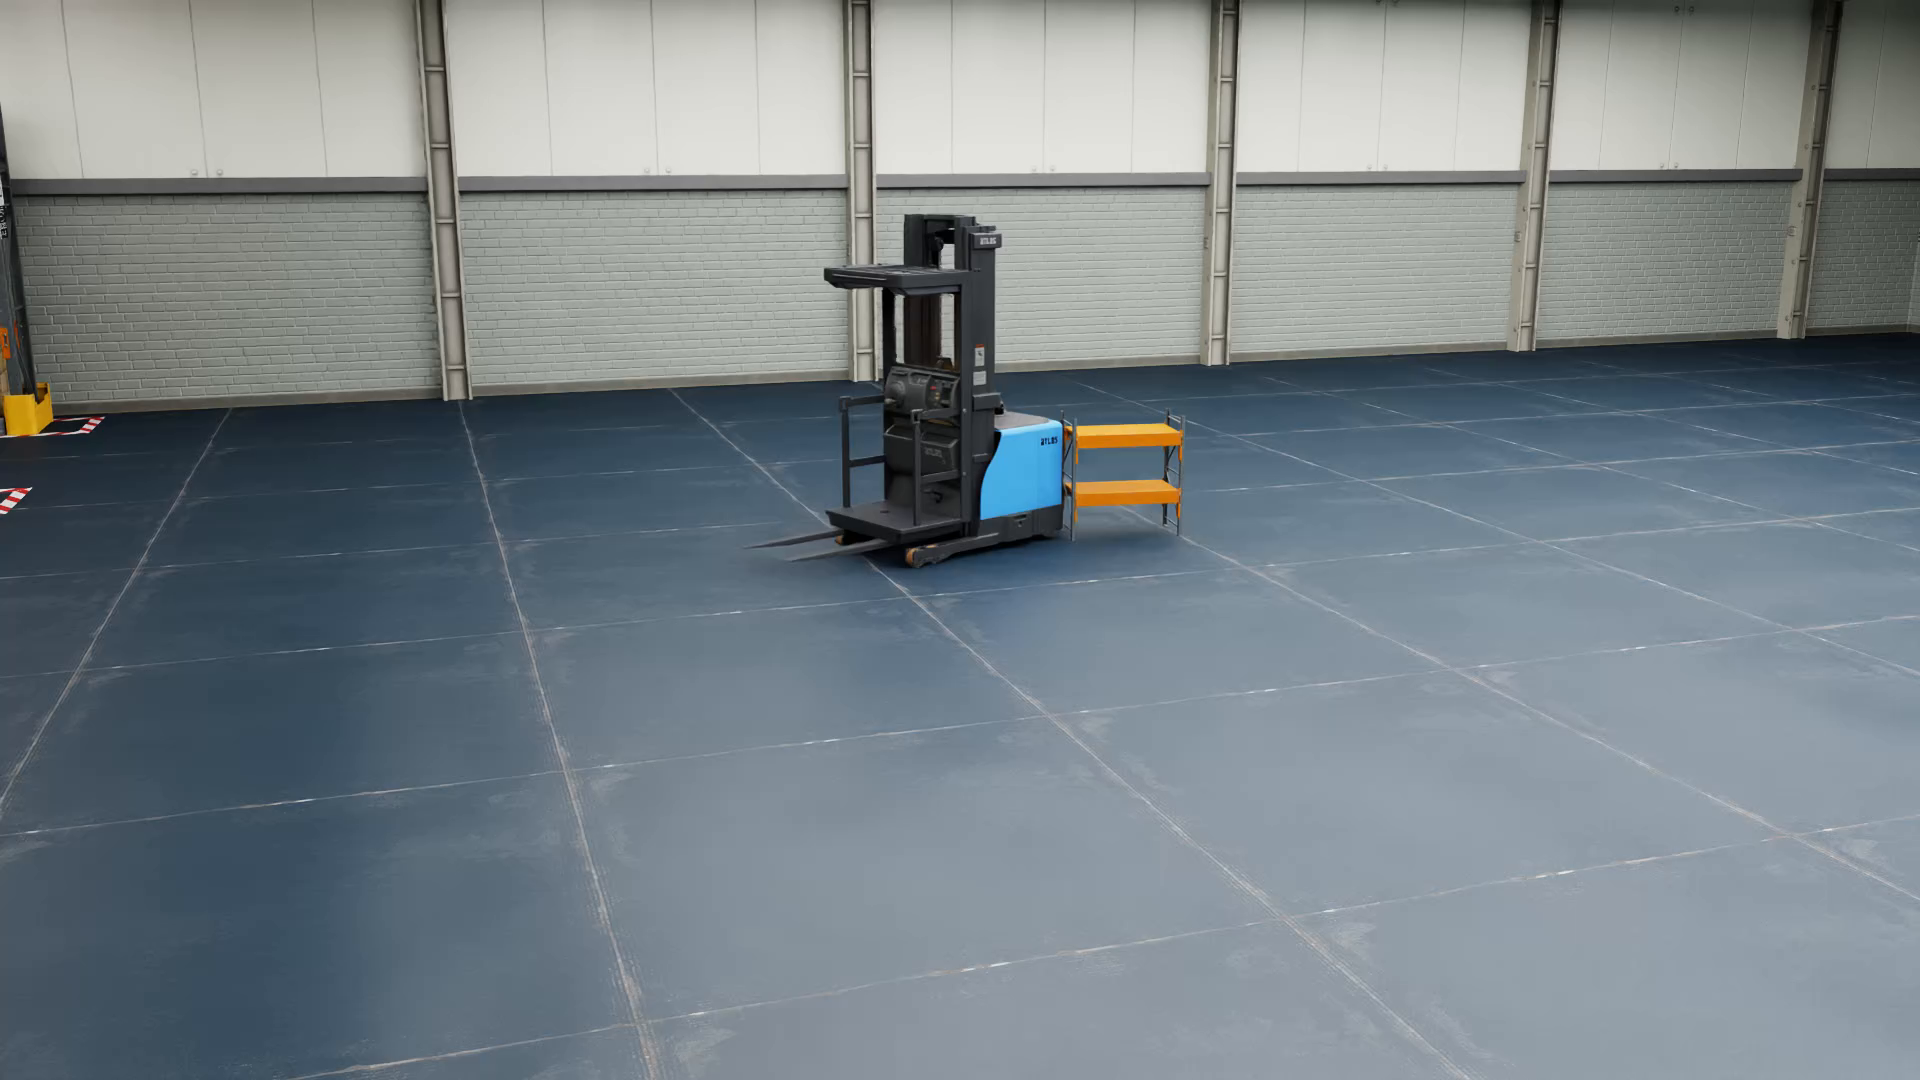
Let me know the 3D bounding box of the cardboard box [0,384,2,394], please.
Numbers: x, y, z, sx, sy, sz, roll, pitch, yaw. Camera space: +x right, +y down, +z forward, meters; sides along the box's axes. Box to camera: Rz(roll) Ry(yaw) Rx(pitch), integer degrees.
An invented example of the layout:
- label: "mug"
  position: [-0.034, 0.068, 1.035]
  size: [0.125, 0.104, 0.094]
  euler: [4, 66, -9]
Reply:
- label: "cardboard box"
  position: [-12.273, -1.897, 20.698]
  size: [0.500, 0.250, 0.500]
  euler: [-5, 14, -19]

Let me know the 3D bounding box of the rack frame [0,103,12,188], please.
- label: "rack frame"
  position: [-11.912, -5.810, 20.231]
  size: [0.127, 3.000, 1.000]
  euler: [-4, 14, -18]

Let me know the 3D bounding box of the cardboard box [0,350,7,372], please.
- label: "cardboard box"
  position: [-12.428, -2.251, 21.105]
  size: [0.500, 0.250, 0.500]
  euler: [-5, 14, -19]

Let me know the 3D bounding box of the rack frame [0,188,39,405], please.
- label: "rack frame"
  position: [-11.912, -2.892, 20.925]
  size: [0.127, 3.000, 1.000]
  euler: [-4, 14, -18]

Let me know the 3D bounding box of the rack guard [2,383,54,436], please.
- label: "rack guard"
  position: [-11.889, -1.678, 21.222]
  size: [0.348, 0.500, 1.175]
  euler: [-4, 14, -18]

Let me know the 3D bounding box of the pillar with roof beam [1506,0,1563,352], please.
- label: "pillar with roof beam"
  position: [11.260, -6.784, 24.323]
  size: [0.400, 9.000, 9.100]
  euler: [-4, 14, -18]

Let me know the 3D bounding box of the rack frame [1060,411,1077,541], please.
- label: "rack frame"
  position: [0.993, -0.596, 15.326]
  size: [0.032, 1.125, 0.500]
  euler: [-2, 14, -10]

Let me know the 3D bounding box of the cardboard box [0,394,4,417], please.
- label: "cardboard box"
  position: [-12.256, -1.654, 20.758]
  size: [0.500, 0.250, 0.500]
  euler: [-4, 14, -18]

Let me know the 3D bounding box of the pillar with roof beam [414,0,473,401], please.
- label: "pillar with roof beam"
  position: [-5.799, -5.455, 18.738]
  size: [0.400, 9.000, 9.100]
  euler: [-4, 14, -18]

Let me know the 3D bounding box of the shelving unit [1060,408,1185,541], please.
- label: "shelving unit"
  position: [1.493, -0.618, 15.416]
  size: [1.048, 1.125, 0.538]
  euler: [-2, 14, -10]

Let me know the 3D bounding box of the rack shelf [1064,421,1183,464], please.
- label: "rack shelf"
  position: [1.493, -0.902, 15.348]
  size: [1.000, 0.278, 0.538]
  euler: [-2, 14, -10]

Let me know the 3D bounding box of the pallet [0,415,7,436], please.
- label: "pallet"
  position: [-12.623, -1.470, 20.972]
  size: [1.213, 0.211, 1.003]
  euler: [-4, 14, -18]

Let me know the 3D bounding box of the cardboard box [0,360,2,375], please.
- label: "cardboard box"
  position: [-12.249, -2.142, 20.649]
  size: [0.500, 0.250, 0.500]
  euler: [-4, 14, -16]

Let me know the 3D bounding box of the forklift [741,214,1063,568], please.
- label: "forklift"
  position: [-0.493, -1.324, 14.482]
  size: [3.031, 2.935, 1.130]
  euler: [-11, 18, -40]

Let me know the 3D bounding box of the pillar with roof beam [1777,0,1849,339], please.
- label: "pillar with roof beam"
  position: [16.947, -7.227, 26.185]
  size: [0.548, 9.000, 9.100]
  euler: [-4, 14, -18]

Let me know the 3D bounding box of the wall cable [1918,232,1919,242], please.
- label: "wall cable"
  position: [18.788, -6.588, 30.209]
  size: [0.112, 2.526, 3.097]
  euler: [-4, 14, -18]

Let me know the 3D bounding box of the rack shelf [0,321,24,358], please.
- label: "rack shelf"
  position: [-13.807, -2.394, 20.388]
  size: [4.000, 0.370, 1.077]
  euler: [-4, 14, -18]

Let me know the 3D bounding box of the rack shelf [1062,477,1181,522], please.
- label: "rack shelf"
  position: [1.493, -0.380, 15.473]
  size: [1.000, 0.278, 0.538]
  euler: [-2, 14, -10]

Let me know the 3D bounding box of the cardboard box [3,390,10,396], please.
- label: "cardboard box"
  position: [-12.440, -1.765, 21.223]
  size: [0.500, 0.250, 0.500]
  euler: [-4, 14, -18]

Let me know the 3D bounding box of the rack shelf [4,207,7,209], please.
- label: "rack shelf"
  position: [-13.807, -3.854, 20.041]
  size: [4.000, 0.370, 1.077]
  euler: [-4, 14, -18]

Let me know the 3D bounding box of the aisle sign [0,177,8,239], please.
- label: "aisle sign"
  position: [-11.756, -4.097, 20.374]
  size: [0.004, 0.787, 0.394]
  euler: [-4, 14, -18]

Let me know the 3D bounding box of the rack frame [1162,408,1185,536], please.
- label: "rack frame"
  position: [1.993, -0.639, 15.506]
  size: [0.032, 1.125, 0.500]
  euler: [-2, 14, -10]

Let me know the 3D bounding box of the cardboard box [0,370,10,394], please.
- label: "cardboard box"
  position: [-12.424, -2.012, 21.183]
  size: [0.500, 0.250, 0.500]
  euler: [-4, 14, -17]

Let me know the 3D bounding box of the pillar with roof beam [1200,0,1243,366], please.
- label: "pillar with roof beam"
  position: [5.574, -6.341, 22.462]
  size: [0.400, 9.000, 9.100]
  euler: [-4, 14, -18]

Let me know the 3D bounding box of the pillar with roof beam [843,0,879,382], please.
- label: "pillar with roof beam"
  position: [-0.113, -5.898, 20.600]
  size: [0.400, 9.000, 9.100]
  euler: [-4, 14, -18]
